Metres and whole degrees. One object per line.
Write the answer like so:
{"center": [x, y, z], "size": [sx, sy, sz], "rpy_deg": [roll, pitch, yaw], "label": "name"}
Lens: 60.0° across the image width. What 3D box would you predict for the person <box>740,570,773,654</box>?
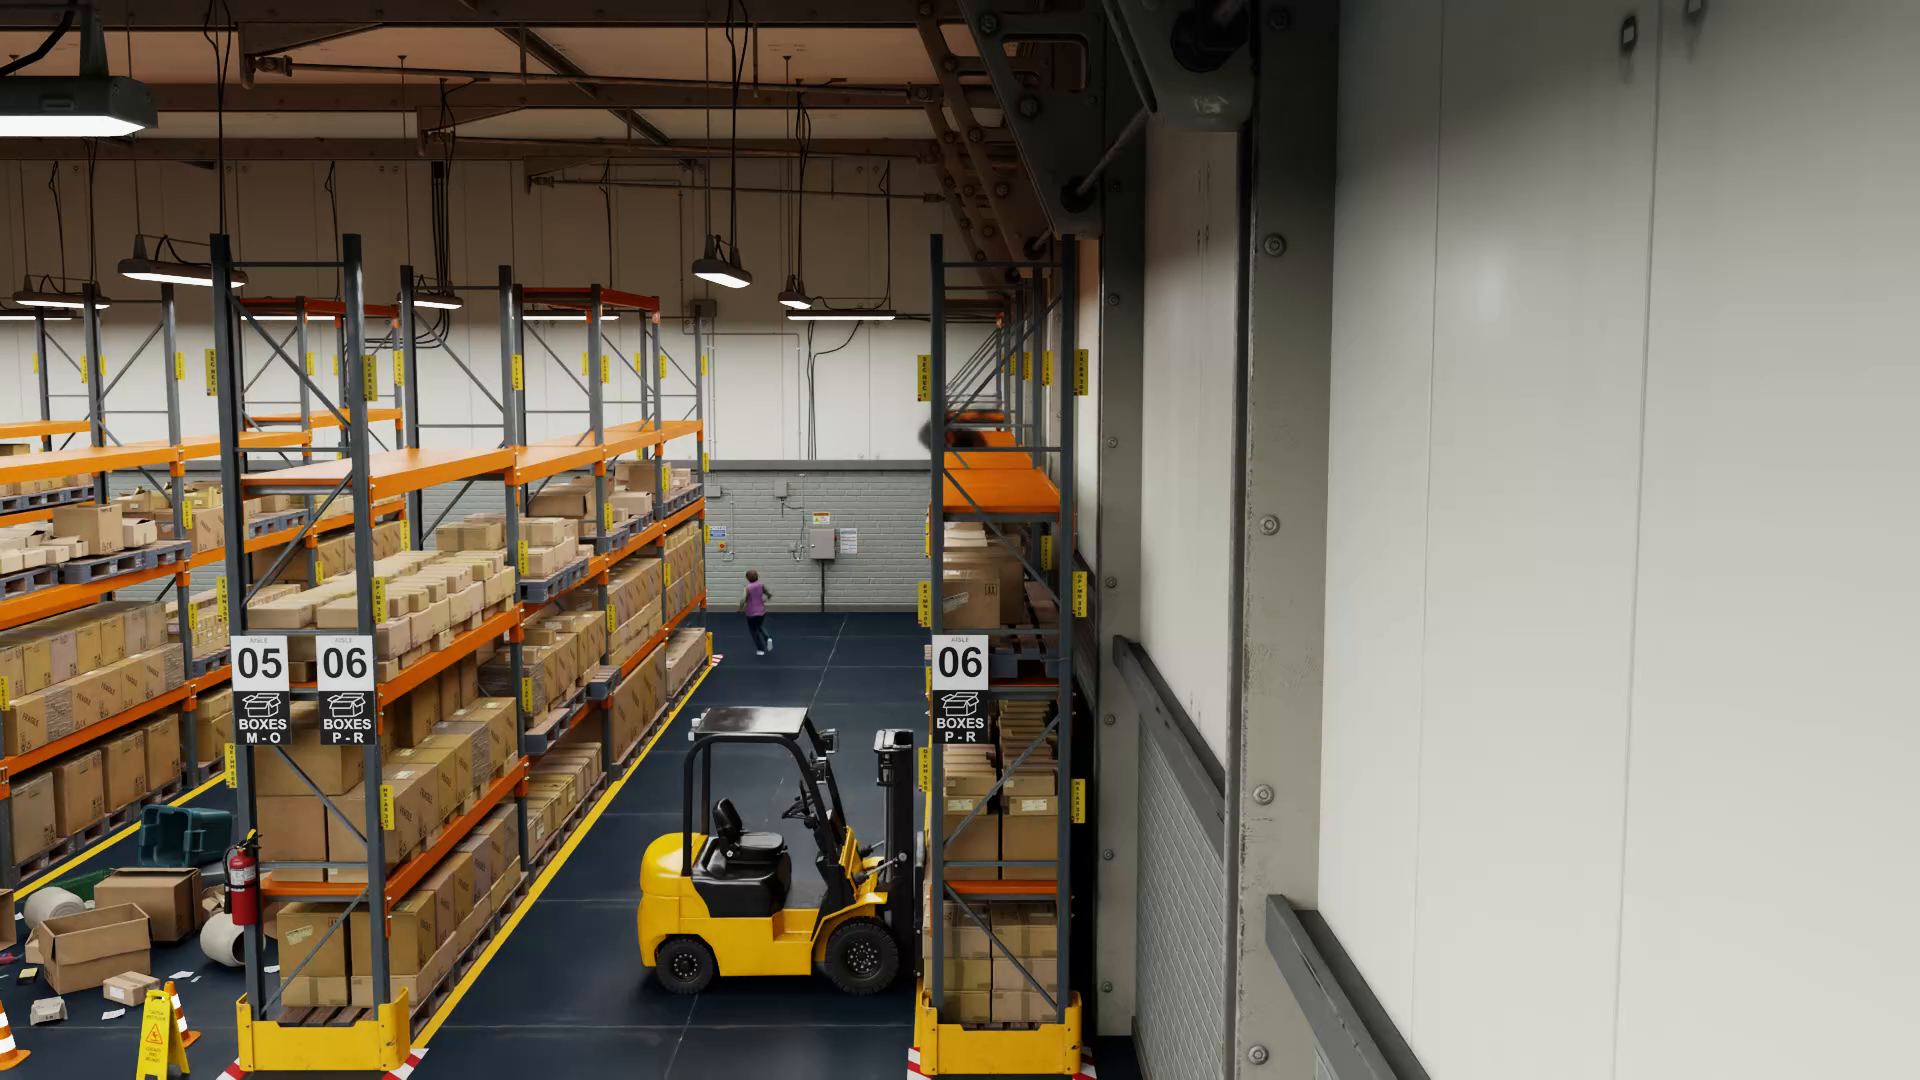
{"center": [-3.549, 1.301, 28.635], "size": [0.604, 1.429, 0.481], "rpy_deg": [-4, 7, -30], "label": "person"}
